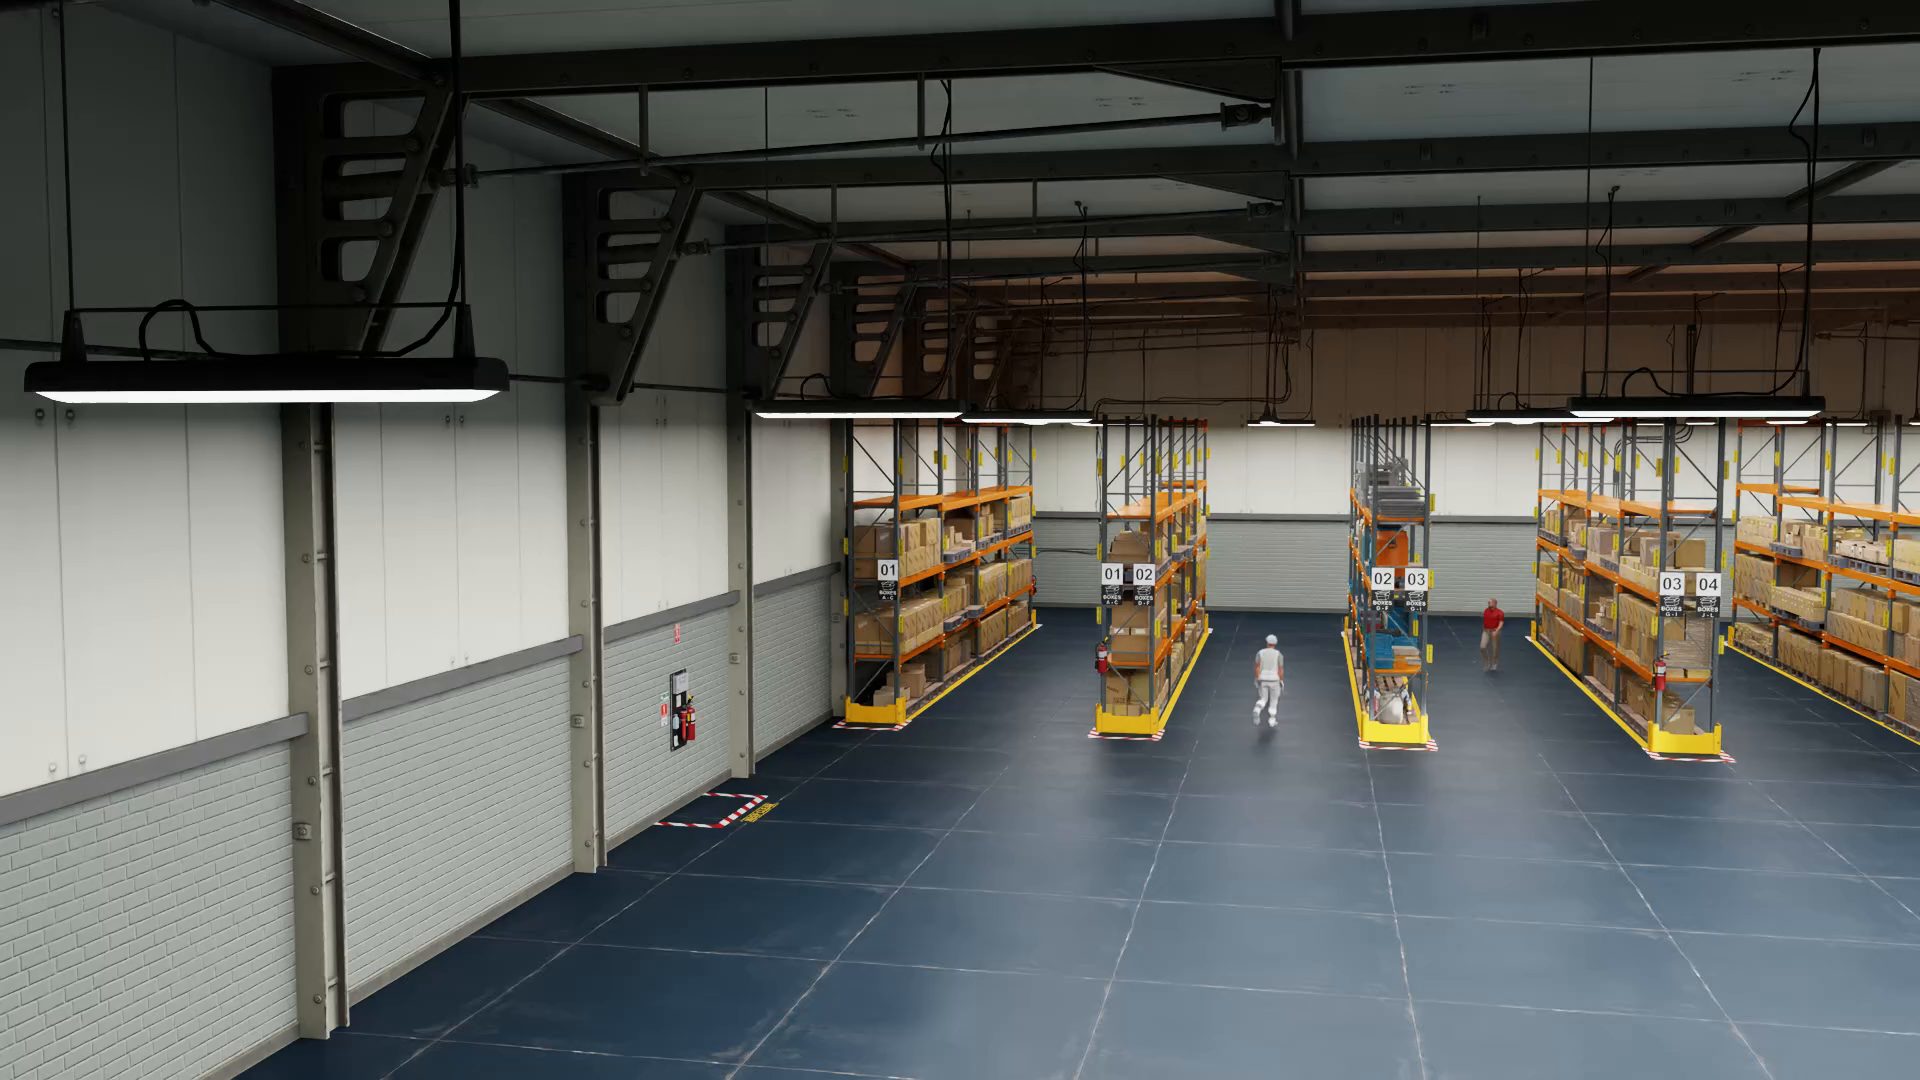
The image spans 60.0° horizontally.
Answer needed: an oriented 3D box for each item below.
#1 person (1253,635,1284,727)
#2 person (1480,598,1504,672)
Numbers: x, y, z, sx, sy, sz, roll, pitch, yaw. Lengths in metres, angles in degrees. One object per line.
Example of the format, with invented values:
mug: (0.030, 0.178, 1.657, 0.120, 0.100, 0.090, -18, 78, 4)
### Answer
person: (5.903, 2.703, 31.855, 0.539, 1.779, 0.726, 3, 5, 42)
person: (12.603, 2.274, 39.381, 0.508, 1.784, 0.695, 2, 4, 28)
